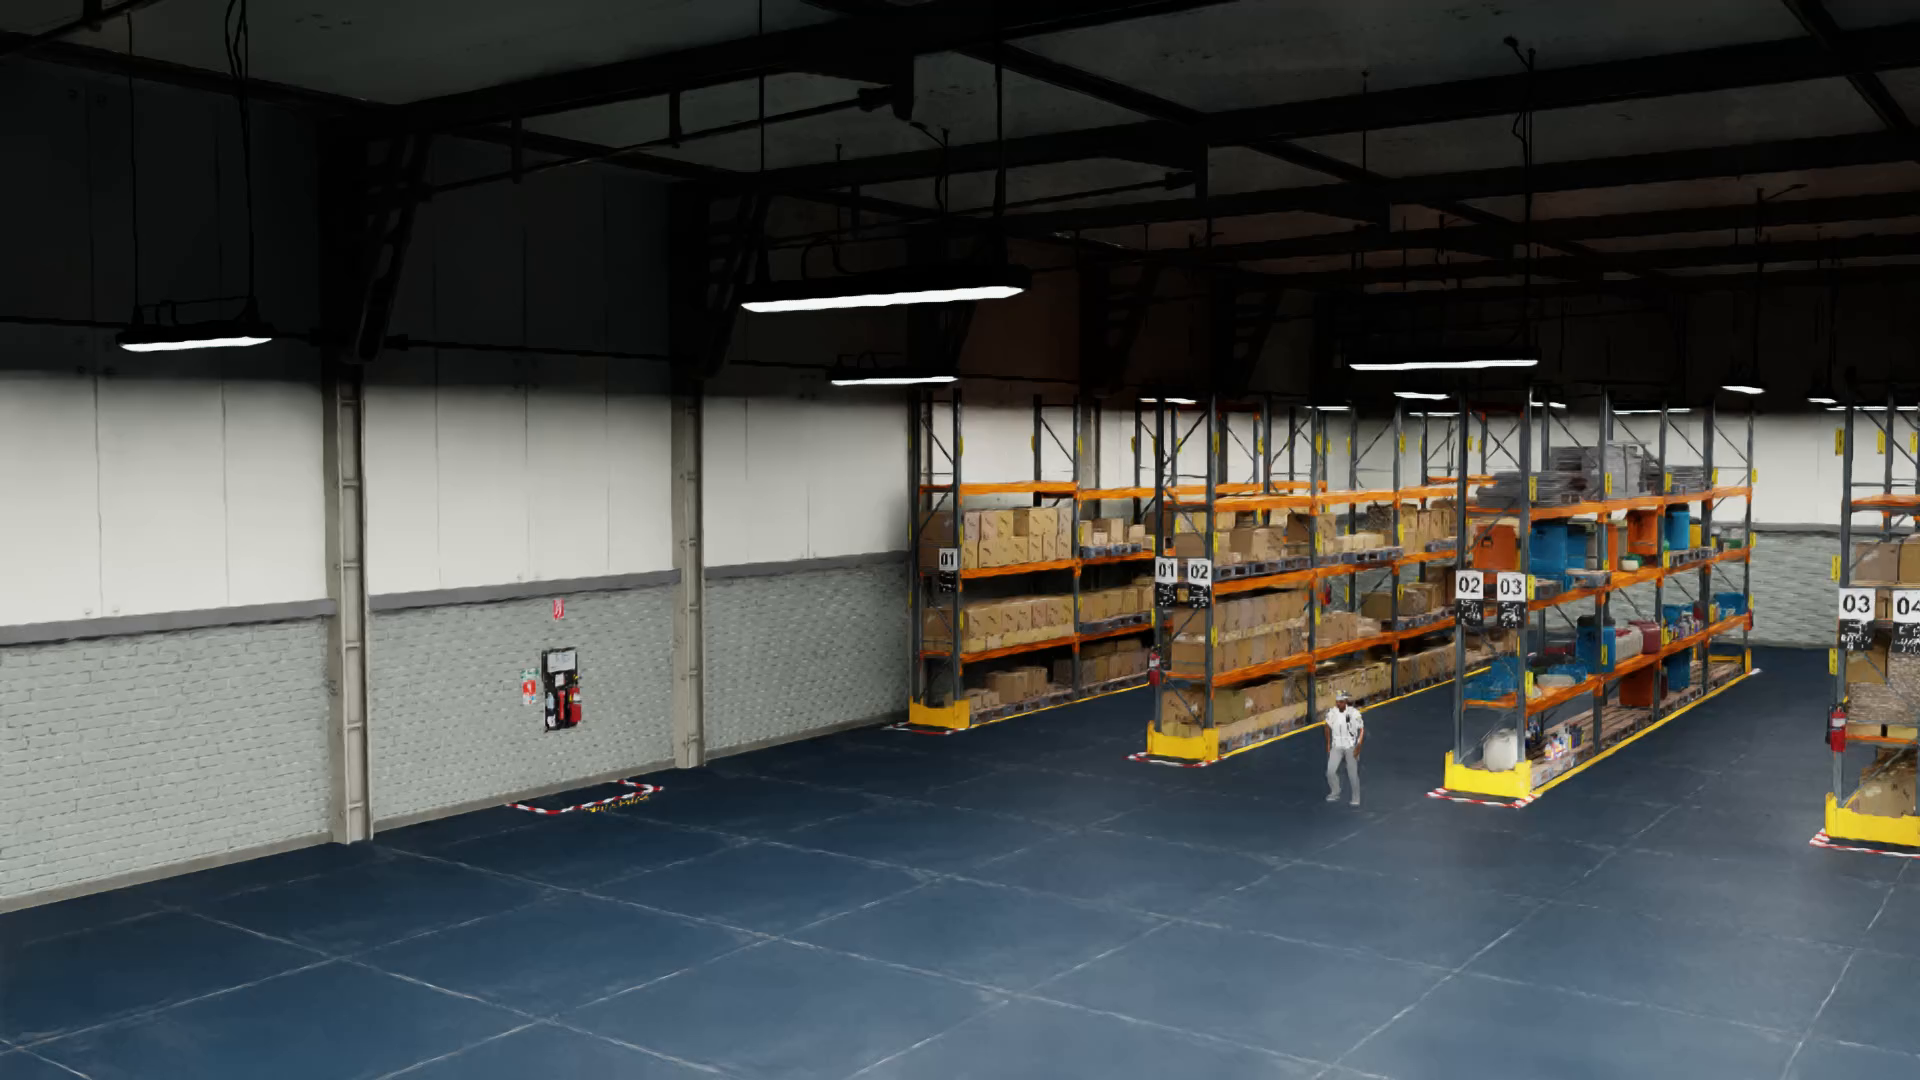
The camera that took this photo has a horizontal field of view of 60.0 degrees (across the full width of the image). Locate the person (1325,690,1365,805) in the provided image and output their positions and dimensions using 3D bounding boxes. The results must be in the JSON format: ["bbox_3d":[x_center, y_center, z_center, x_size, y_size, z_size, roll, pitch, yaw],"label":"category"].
[{"bbox_3d":[5.355,2.874,23.172,0.592,1.629,0.531,2,4,34],"label":"person"}]
